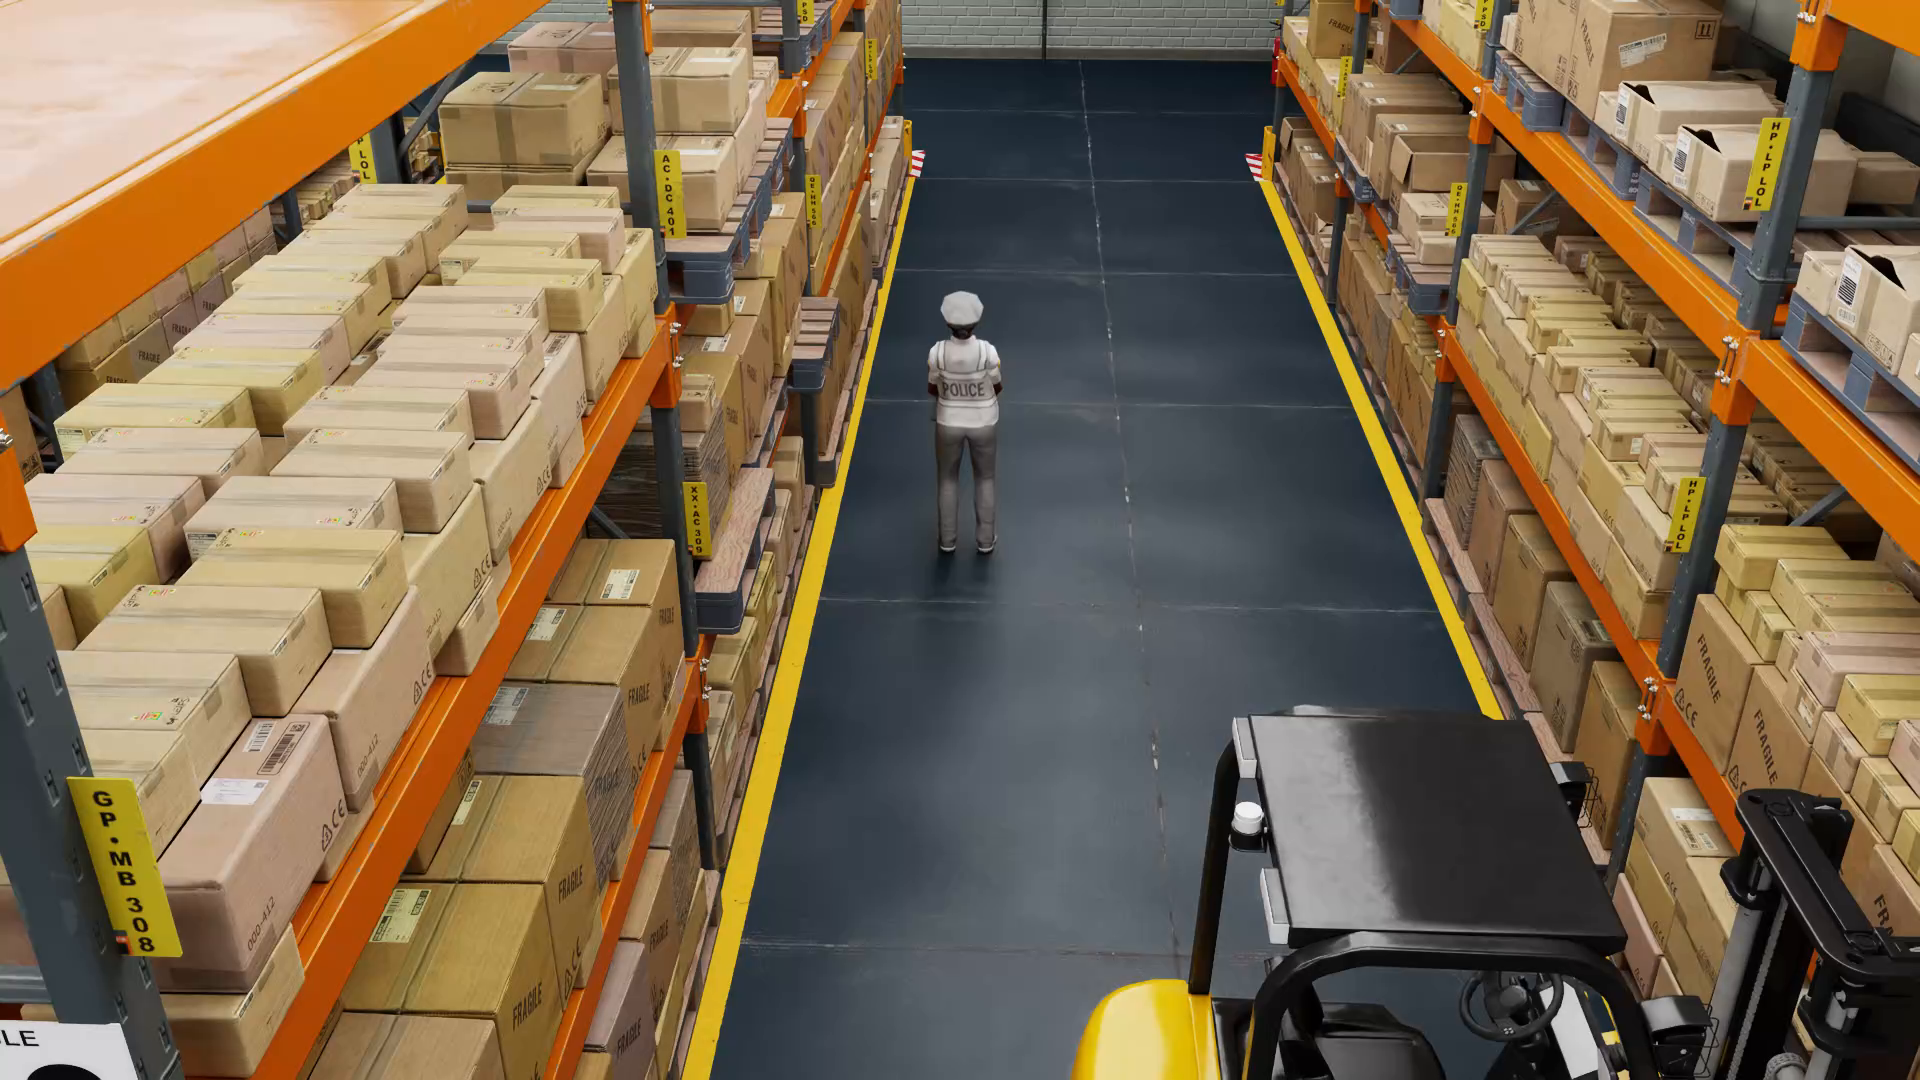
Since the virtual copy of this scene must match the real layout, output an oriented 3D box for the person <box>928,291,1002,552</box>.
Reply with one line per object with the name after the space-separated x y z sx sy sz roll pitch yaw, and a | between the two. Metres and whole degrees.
0.031 -0.742 10.195 0.454 1.694 0.530 1 28 2 | person
